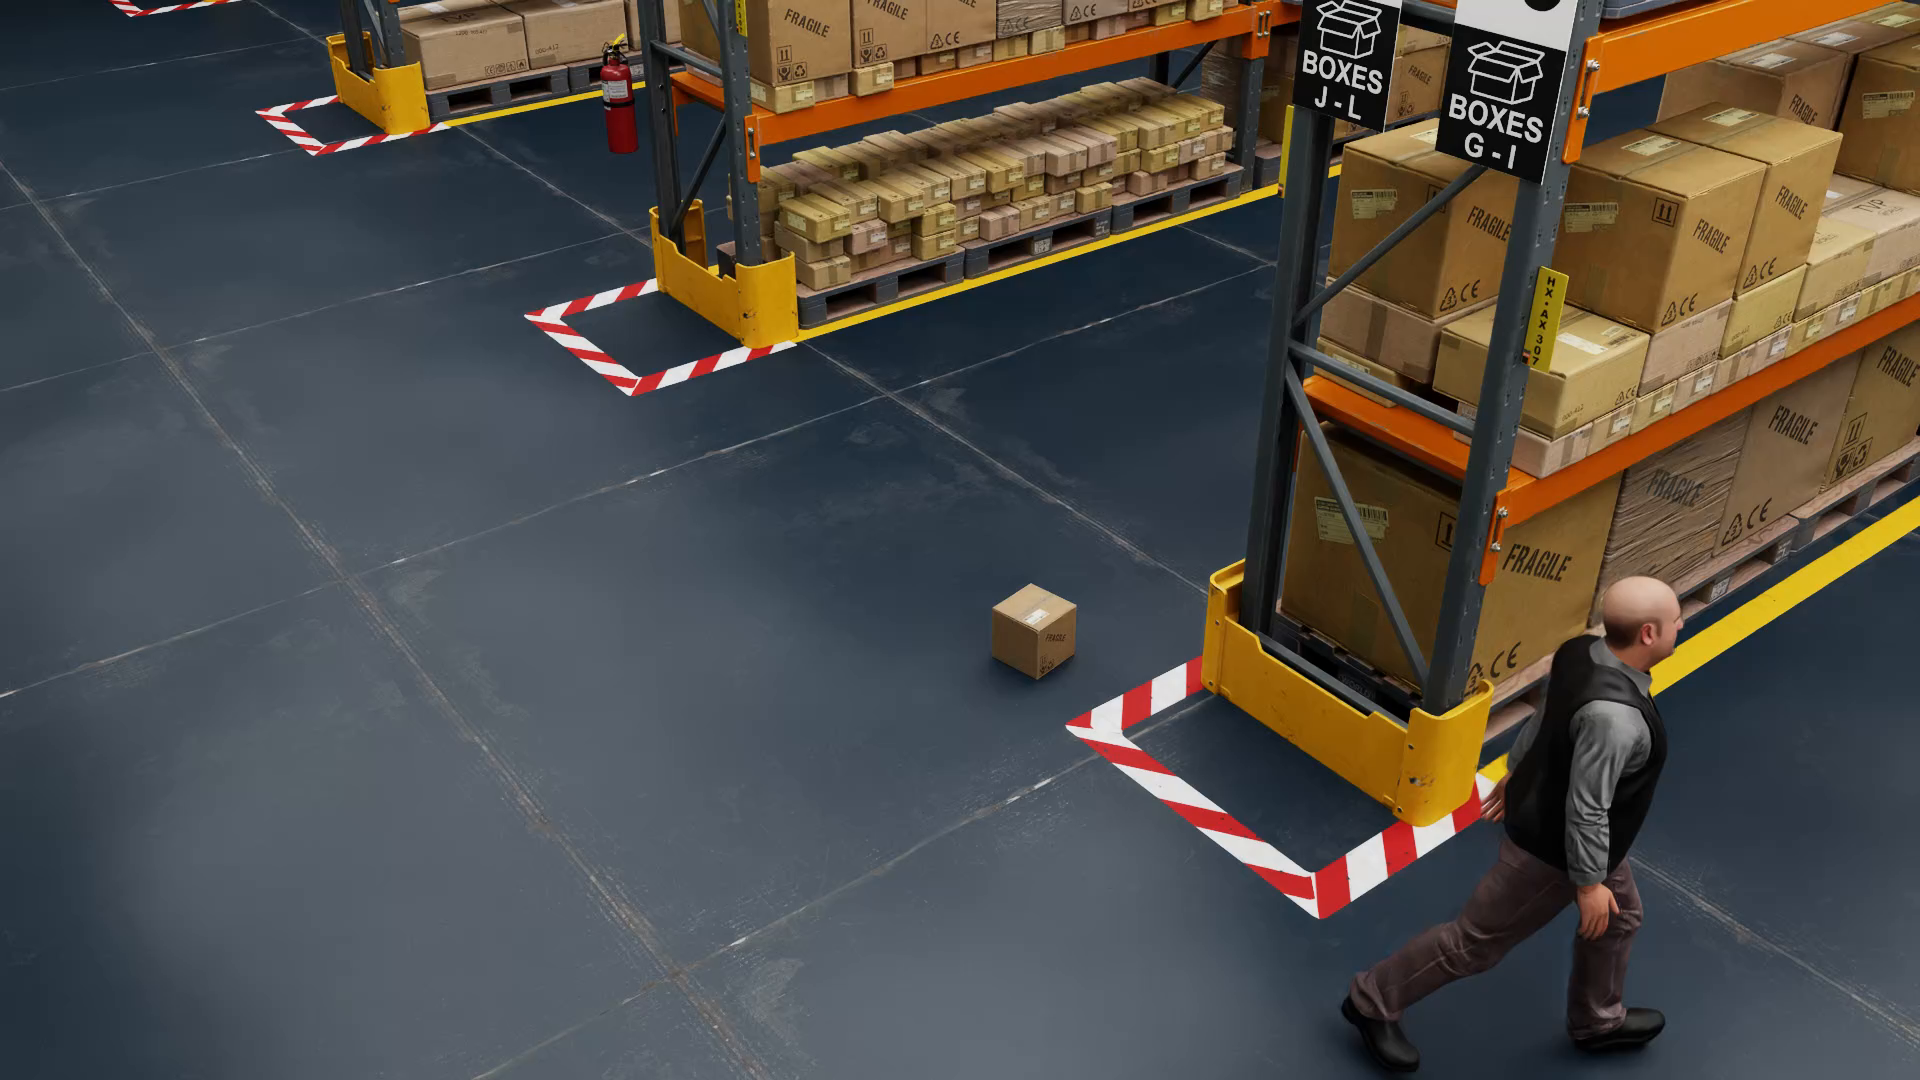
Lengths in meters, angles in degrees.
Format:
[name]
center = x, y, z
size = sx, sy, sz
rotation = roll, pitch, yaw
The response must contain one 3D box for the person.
[person]
center = 1.705, 0.859, 4.822
size = 0.964, 1.671, 0.626
rotation = 11, 34, 17
